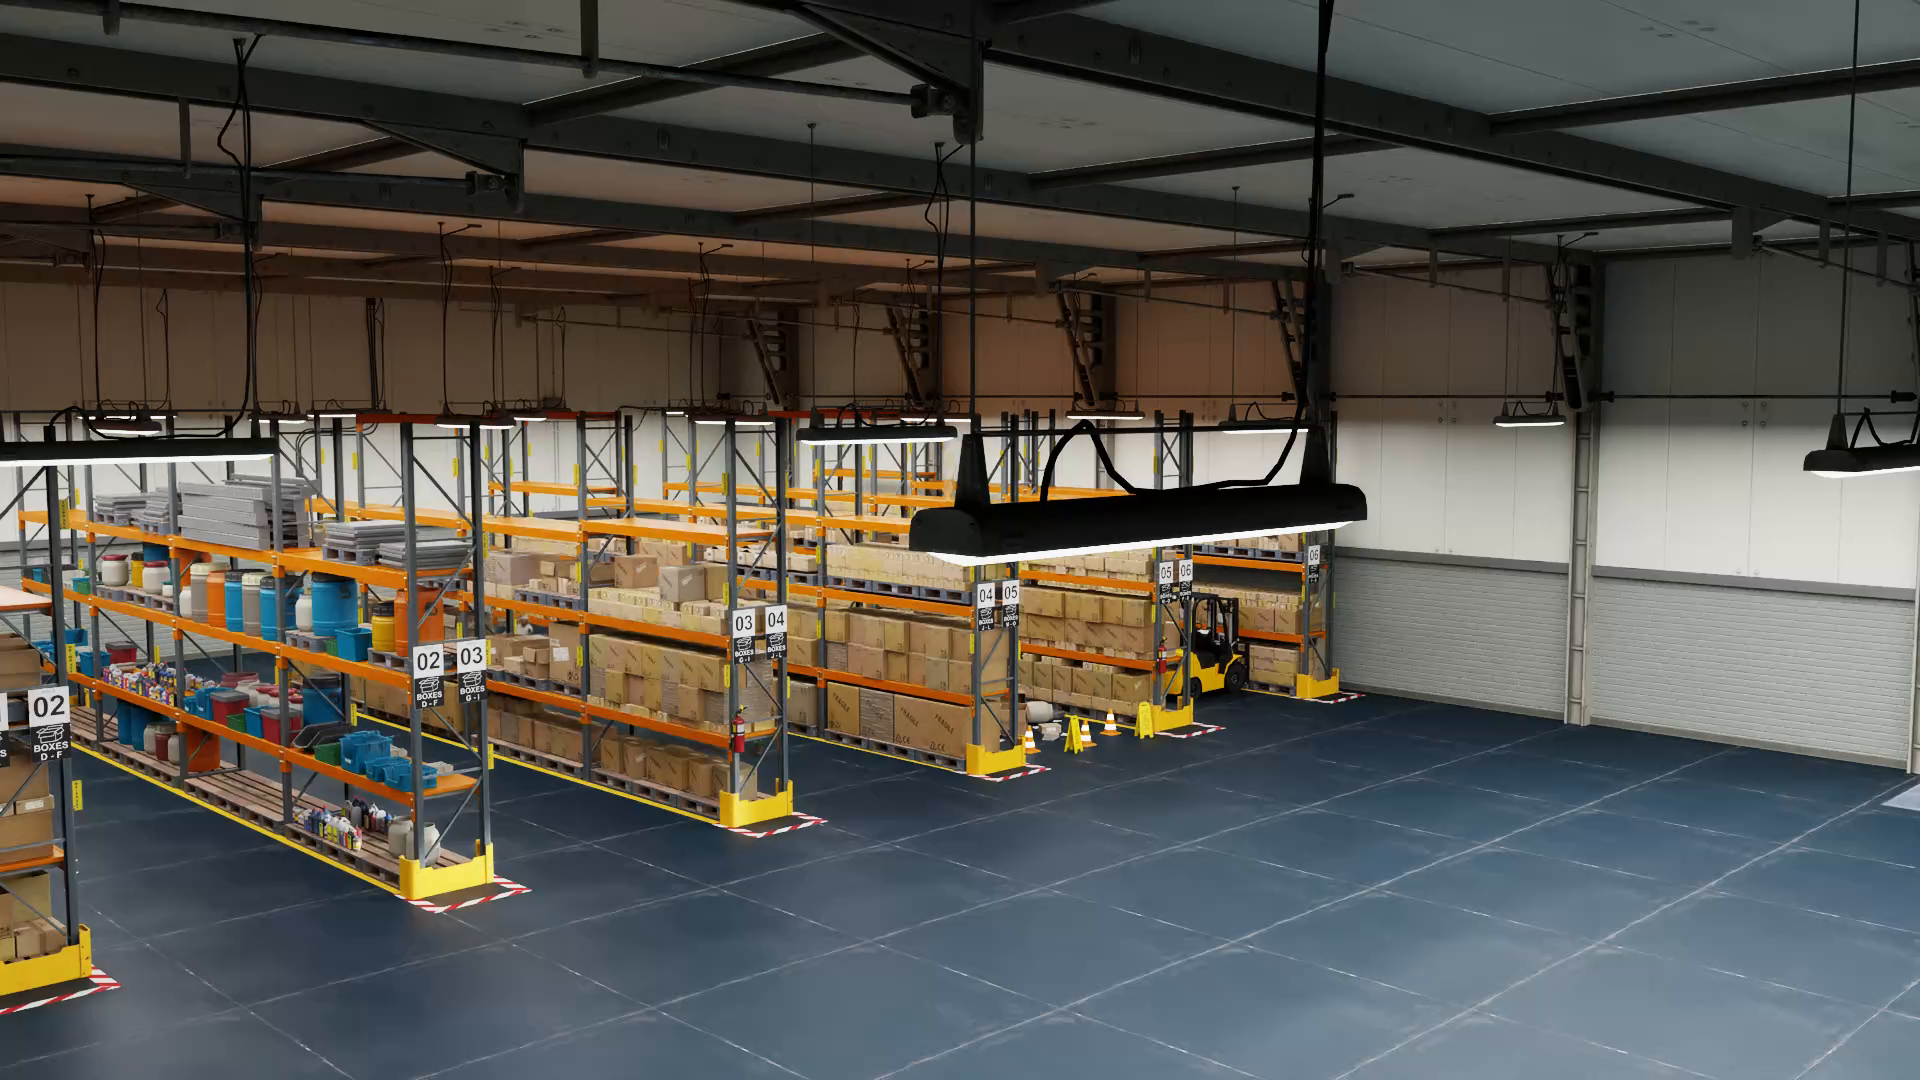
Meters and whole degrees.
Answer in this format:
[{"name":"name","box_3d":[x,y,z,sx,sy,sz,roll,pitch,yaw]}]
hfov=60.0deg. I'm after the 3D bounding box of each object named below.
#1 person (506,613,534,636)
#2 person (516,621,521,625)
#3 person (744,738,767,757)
[{"name":"person","box_3d":[-9.449,2.393,35.823,0.796,1.674,0.528,4,6,39]},{"name":"person","box_3d":[-10.808,1.989,40.995,0.631,1.643,0.725,0,5,3]},{"name":"person","box_3d":[-3.650,2.908,29.177,0.775,1.852,0.664,3,6,33]}]
